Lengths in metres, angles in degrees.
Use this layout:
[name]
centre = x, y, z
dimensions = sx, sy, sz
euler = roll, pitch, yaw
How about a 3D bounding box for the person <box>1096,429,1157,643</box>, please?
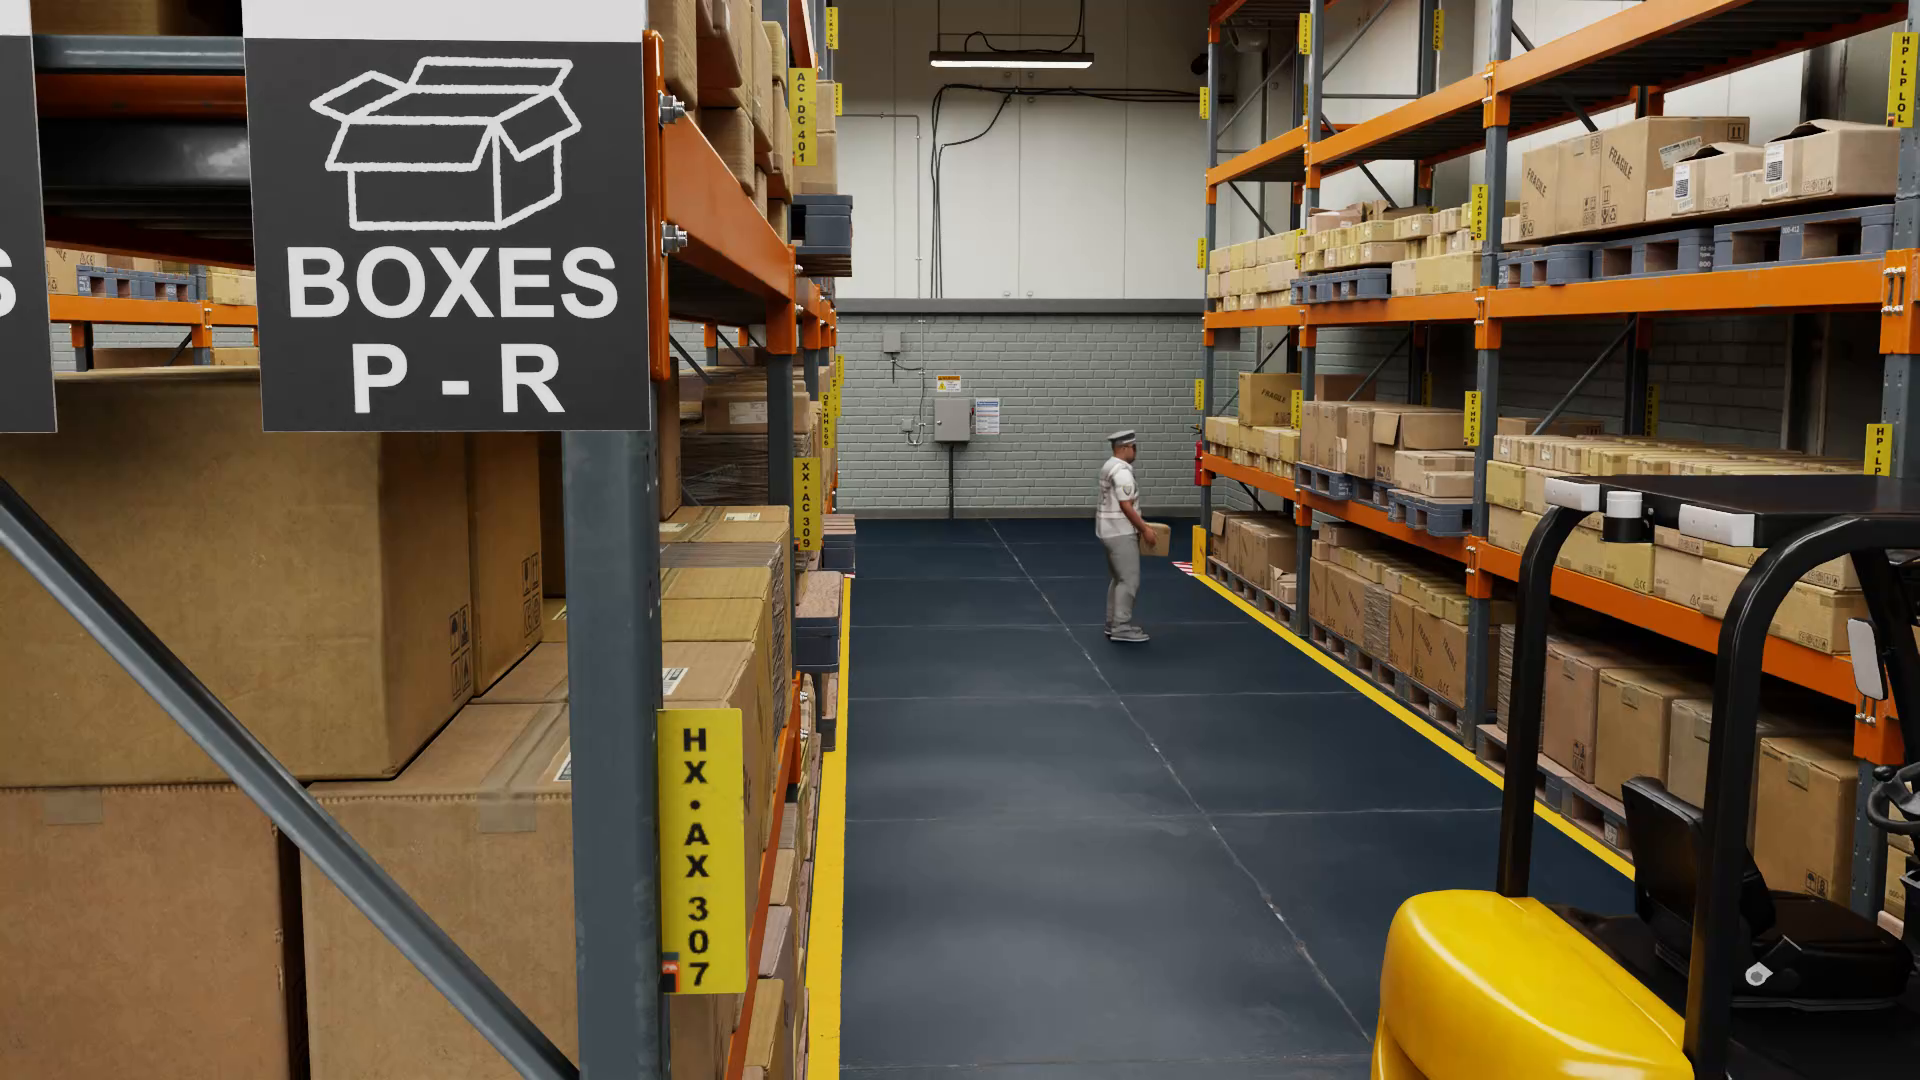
[person]
centre = 1.398, -0.048, 14.017
dimensions = 0.491, 1.770, 0.533
euler = -1, 7, -5
